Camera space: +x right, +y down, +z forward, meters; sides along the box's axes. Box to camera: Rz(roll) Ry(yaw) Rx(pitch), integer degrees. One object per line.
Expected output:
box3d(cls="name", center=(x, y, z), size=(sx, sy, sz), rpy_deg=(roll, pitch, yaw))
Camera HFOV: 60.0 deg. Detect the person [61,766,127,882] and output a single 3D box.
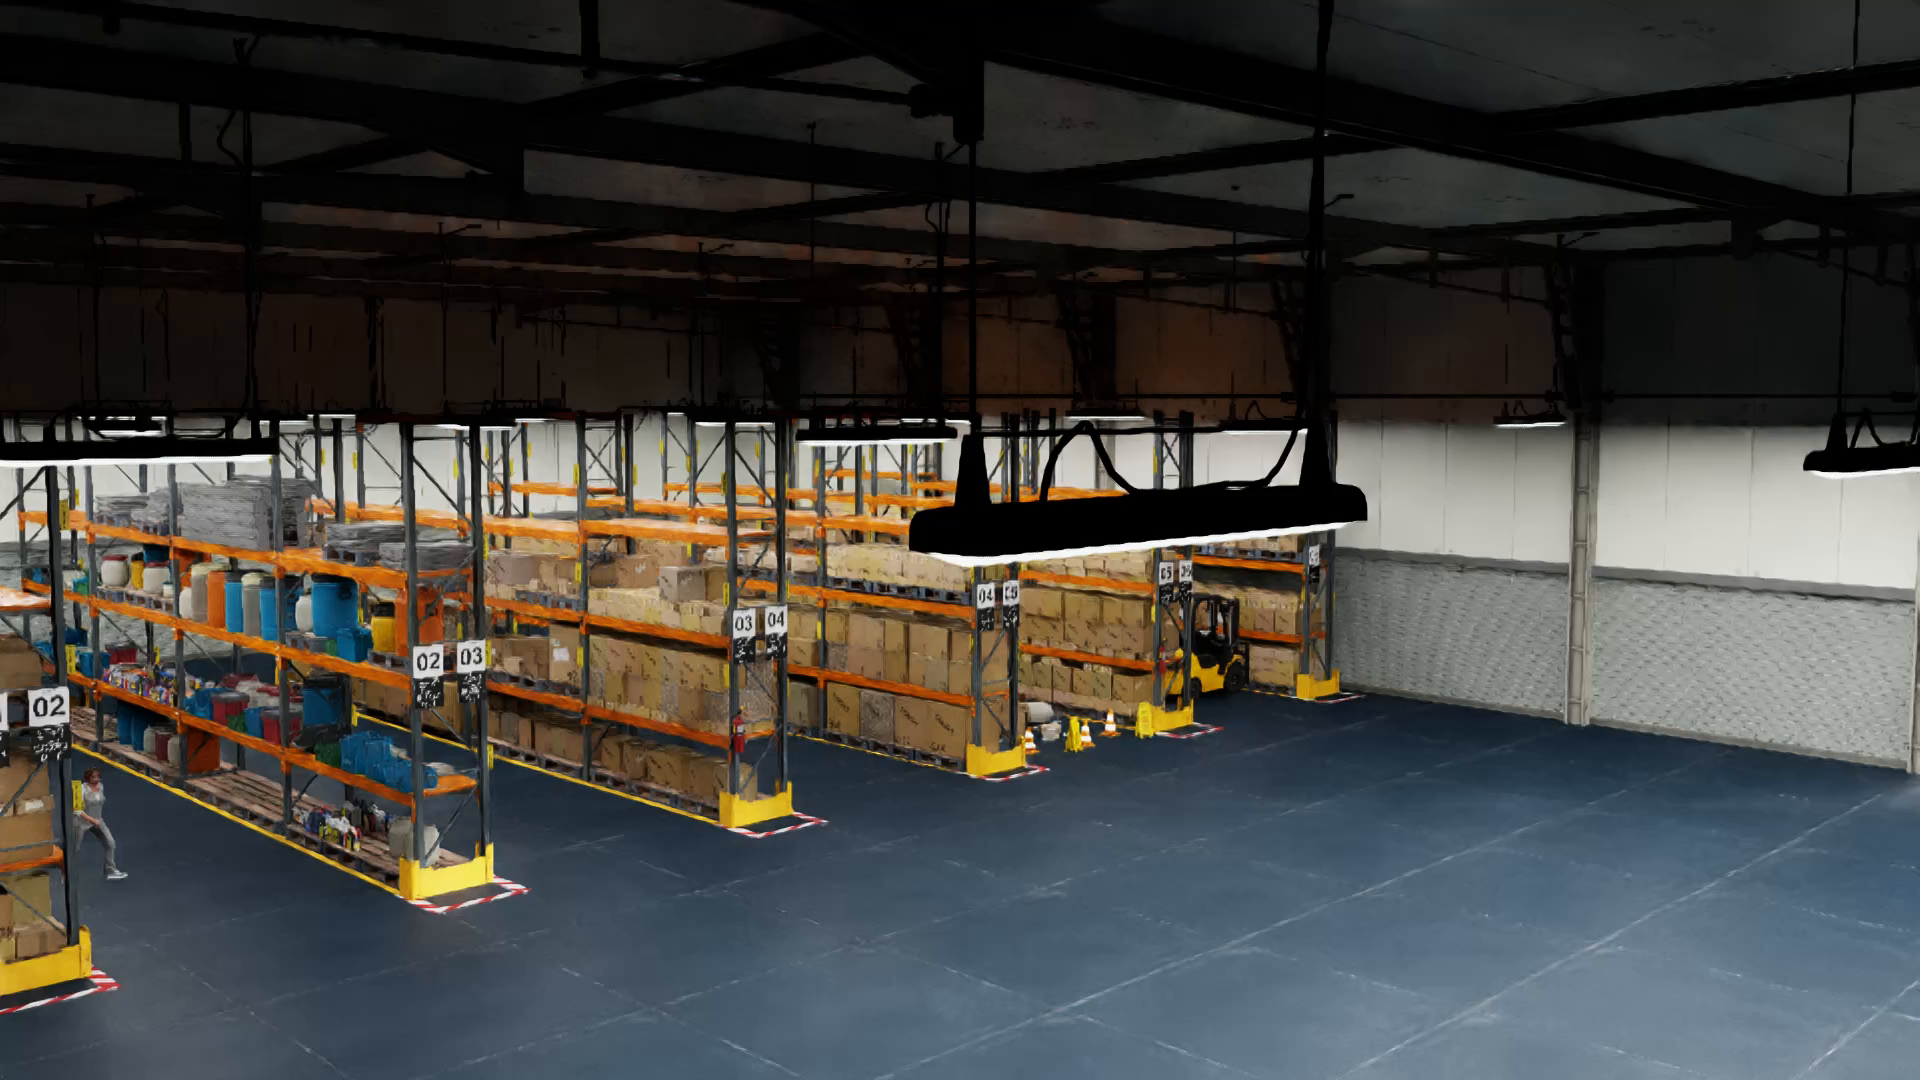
box3d(cls="person", center=(-11.334, 3.678, 21.626), size=(0.778, 1.528, 0.562), rpy_deg=(2, 6, 26))
